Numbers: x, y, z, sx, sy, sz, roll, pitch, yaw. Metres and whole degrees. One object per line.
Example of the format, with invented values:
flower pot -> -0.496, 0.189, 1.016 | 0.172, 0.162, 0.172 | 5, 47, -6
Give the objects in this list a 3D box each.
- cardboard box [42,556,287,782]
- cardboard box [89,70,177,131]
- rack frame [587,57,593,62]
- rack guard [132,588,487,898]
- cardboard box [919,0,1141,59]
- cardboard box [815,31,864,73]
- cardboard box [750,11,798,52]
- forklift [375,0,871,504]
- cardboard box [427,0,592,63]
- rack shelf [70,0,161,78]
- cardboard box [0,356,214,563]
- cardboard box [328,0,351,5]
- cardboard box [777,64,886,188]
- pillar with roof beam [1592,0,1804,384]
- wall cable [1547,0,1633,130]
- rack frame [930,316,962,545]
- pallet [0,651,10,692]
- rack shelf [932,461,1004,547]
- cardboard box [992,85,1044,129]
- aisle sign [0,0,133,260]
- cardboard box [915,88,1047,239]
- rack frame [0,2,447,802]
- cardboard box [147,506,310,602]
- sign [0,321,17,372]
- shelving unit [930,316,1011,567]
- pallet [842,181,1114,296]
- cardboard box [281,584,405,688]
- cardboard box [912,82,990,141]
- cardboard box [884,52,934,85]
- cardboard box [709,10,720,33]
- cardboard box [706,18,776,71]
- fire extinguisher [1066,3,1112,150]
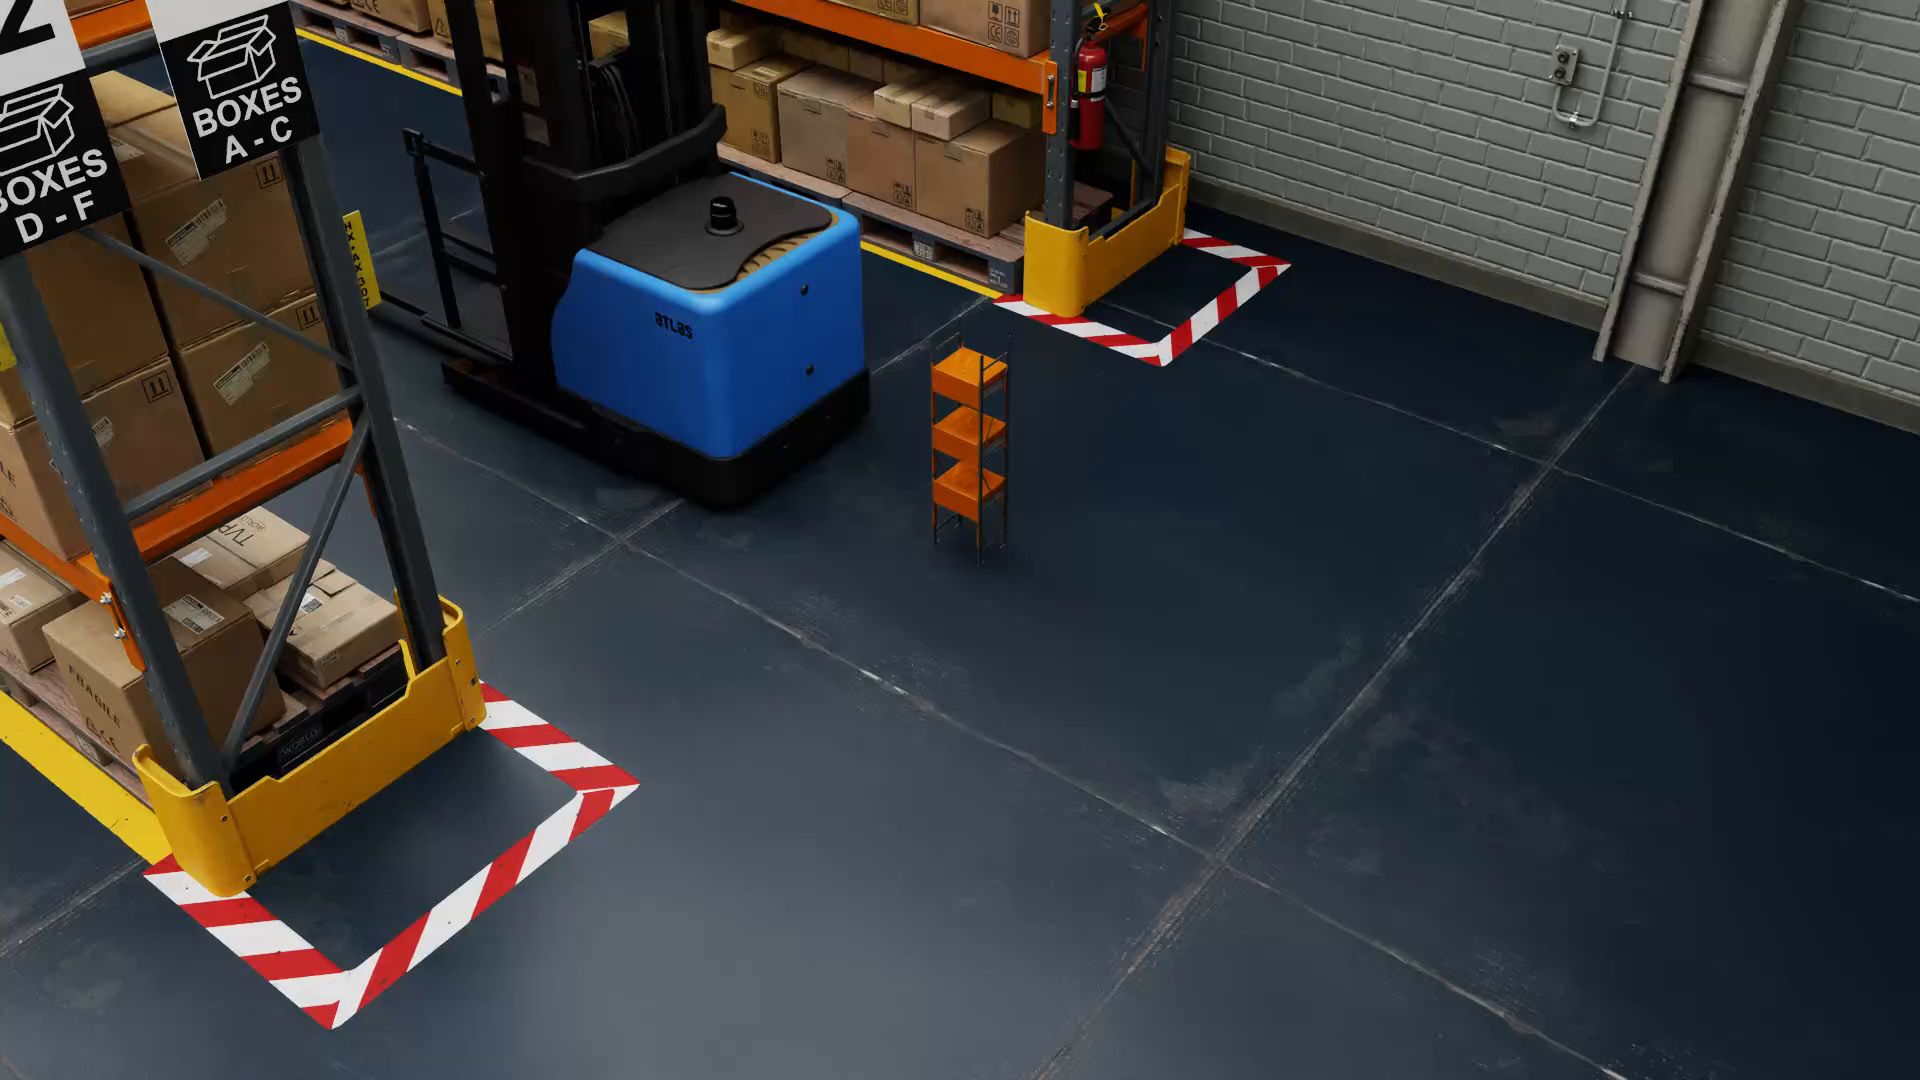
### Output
cardboard box -> -2.806, 0.464, 5.894 | 0.500, 0.500, 0.500 | 25, 45, 29
cardboard box -> -2.836, -1.184, 5.437 | 0.500, 0.500, 0.500 | 26, 45, 29
rack frame -> -2.395, -4.189, 10.167 | 0.127, 3.000, 1.000 | 25, 45, 29
rack guard -> -2.284, 0.692, 5.960 | 0.348, 0.500, 1.175 | 25, 45, 29
cardboard box -> 0.371, -2.995, 8.399 | 0.700, 0.700, 0.980 | 27, 46, 30
cardboard box -> -0.622, -2.865, 9.637 | 0.250, 0.149, 0.380 | 26, 45, 29
cardboard box -> -1.028, -3.057, 9.882 | 0.250, 0.149, 0.380 | 26, 45, 29
forklift -> -1.915, -2.043, 7.482 | 3.031, 2.935, 1.130 | 24, 44, 28
cardboard box -> -2.990, -3.687, 10.930 | 0.750, 0.750, 0.750 | 26, 45, 29
rack shelf -> -3.813, -1.910, 5.407 | 4.000, 0.370, 1.077 | 25, 45, 29
cardboard box -> -2.745, -0.337, 5.167 | 0.500, 0.500, 0.500 | 27, 45, 30
cardboard box -> -4.376, -4.335, 11.757 | 0.750, 0.750, 0.750 | 25, 44, 28
cardboard box -> -0.632, -2.460, 9.646 | 0.500, 0.500, 0.700 | 24, 44, 27
pillar with roof beam -> 0.837, -2.357, 2.961 | 0.400, 9.000, 9.100 | 25, 45, 29
wall cable -> 2.374, -3.074, 7.919 | 1.851, 1.984, 0.084 | 25, 45, 29
rack frame -> -0.054, -0.439, 6.959 | 0.008, 1.050, 0.200 | 25, 45, 29
pallet -> -3.883, 0.051, 7.014 | 1.213, 0.211, 1.003 | 25, 45, 29
rack shelf -> 0.043, -0.166, 7.079 | 0.240, 0.259, 0.215 | 25, 45, 29
cardboard box -> 0.387, -2.391, 9.032 | 0.250, 0.149, 0.380 | 26, 45, 29
aisle sign -> -2.356, -1.112, 4.128 | 0.004, 0.787, 0.394 | 25, 45, 29
cardboard box -> 0.166, -2.085, 9.167 | 0.500, 0.500, 0.700 | 25, 45, 29
rack frame -> -2.224, -0.264, 5.153 | 0.127, 3.000, 1.000 | 25, 45, 29
cardboard box -> -2.881, 0.116, 6.542 | 0.500, 0.250, 0.500 | 25, 45, 29
sign -> -2.577, -0.580, 4.362 | 0.005, 0.325, 0.100 | 25, 45, 29
shelving unit -> 0.043, -0.393, 6.901 | 0.252, 1.050, 0.215 | 25, 45, 29
pallet -> 0.100, -1.854, 9.447 | 1.213, 0.211, 1.003 | 25, 45, 29
cardboard box -> -2.348, 0.361, 6.312 | 0.250, 0.149, 0.380 | 25, 45, 29
cardboard box -> -0.047, -2.299, 8.914 | 0.250, 0.149, 0.380 | 25, 44, 28
cardboard box -> -0.215, -2.675, 9.394 | 0.250, 0.149, 0.380 | 26, 45, 29
cardboard box -> -1.466, -2.850, 10.144 | 0.500, 0.500, 0.700 | 25, 44, 28
cardboard box -> -1.287, -2.882, 9.659 | 0.250, 0.149, 0.380 | 24, 44, 27
fire extinguisher -> 0.622, -2.231, 8.031 | 0.183, 0.674, 0.296 | 25, 45, 29
